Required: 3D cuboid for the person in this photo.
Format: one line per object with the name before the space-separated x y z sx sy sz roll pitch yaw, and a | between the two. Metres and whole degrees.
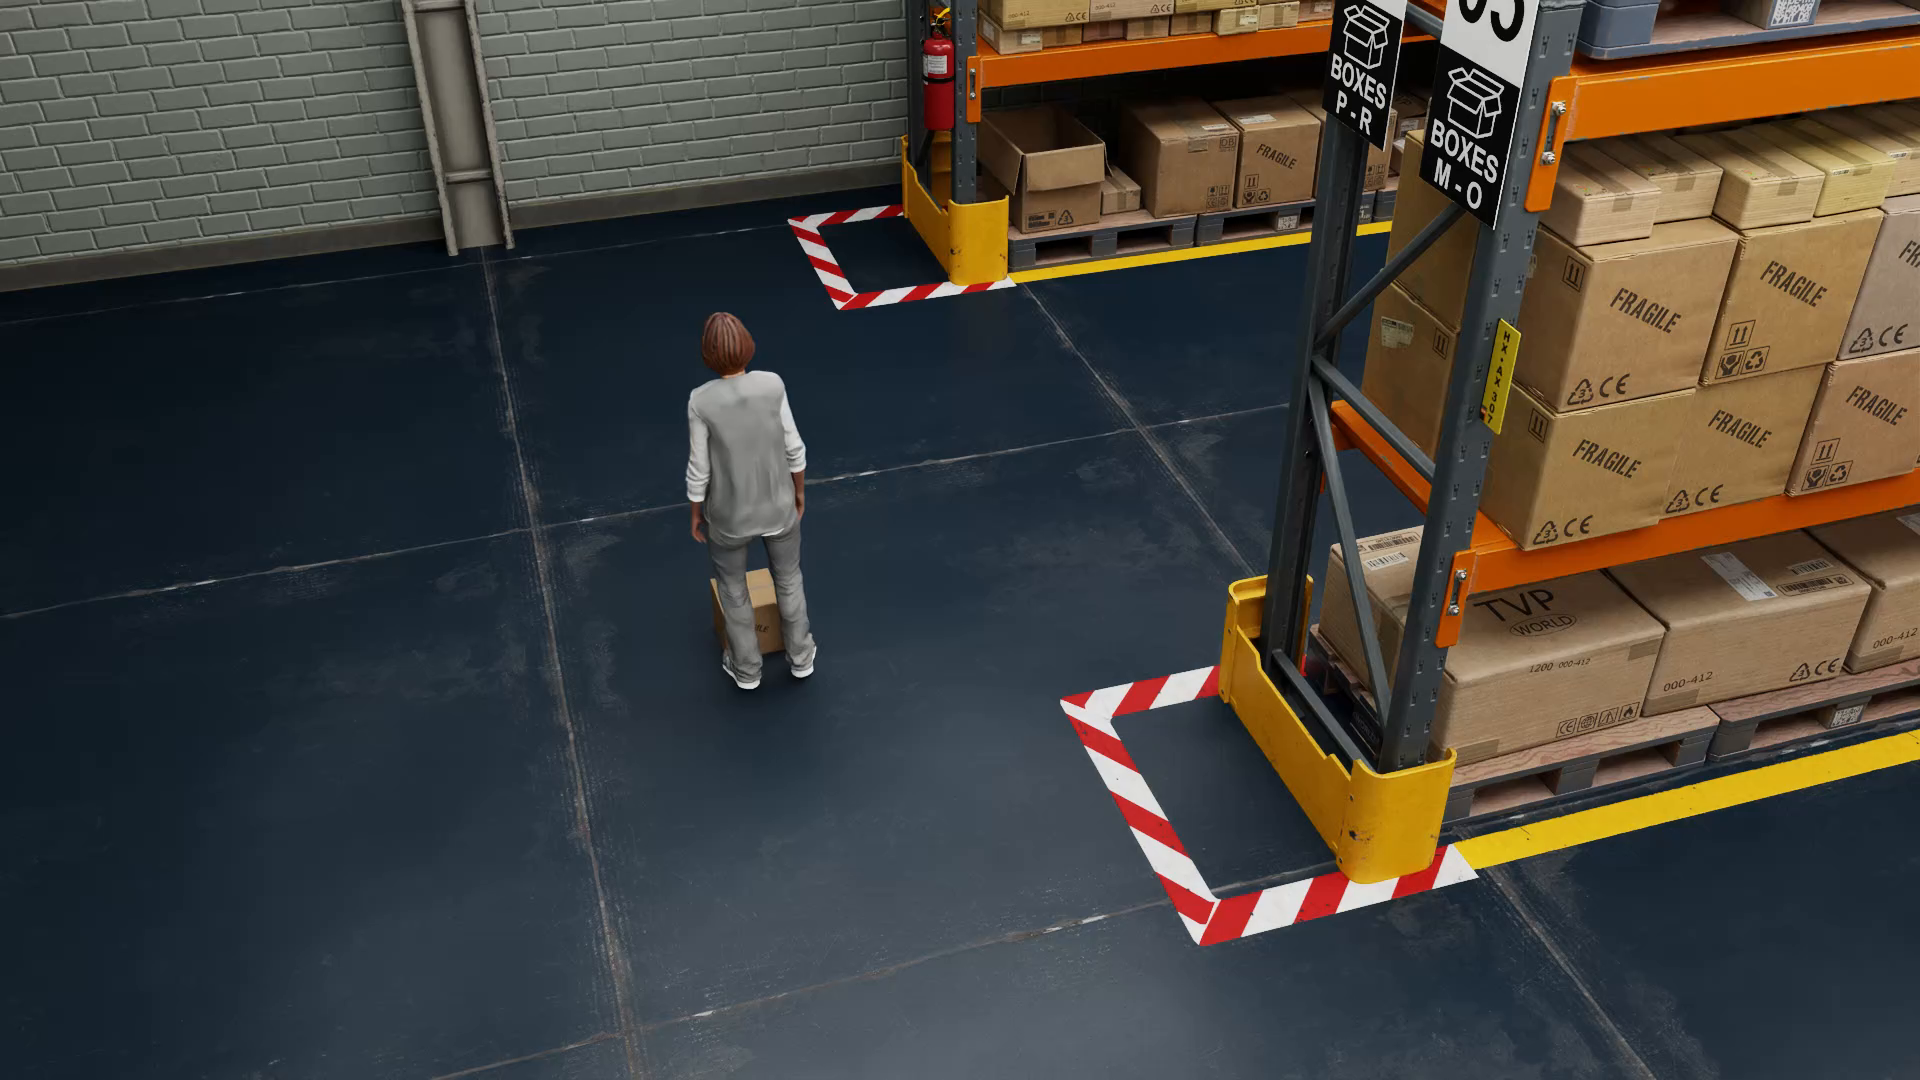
person | -0.796 -0.114 6.320 0.480 1.592 0.346 -12 36 -17
